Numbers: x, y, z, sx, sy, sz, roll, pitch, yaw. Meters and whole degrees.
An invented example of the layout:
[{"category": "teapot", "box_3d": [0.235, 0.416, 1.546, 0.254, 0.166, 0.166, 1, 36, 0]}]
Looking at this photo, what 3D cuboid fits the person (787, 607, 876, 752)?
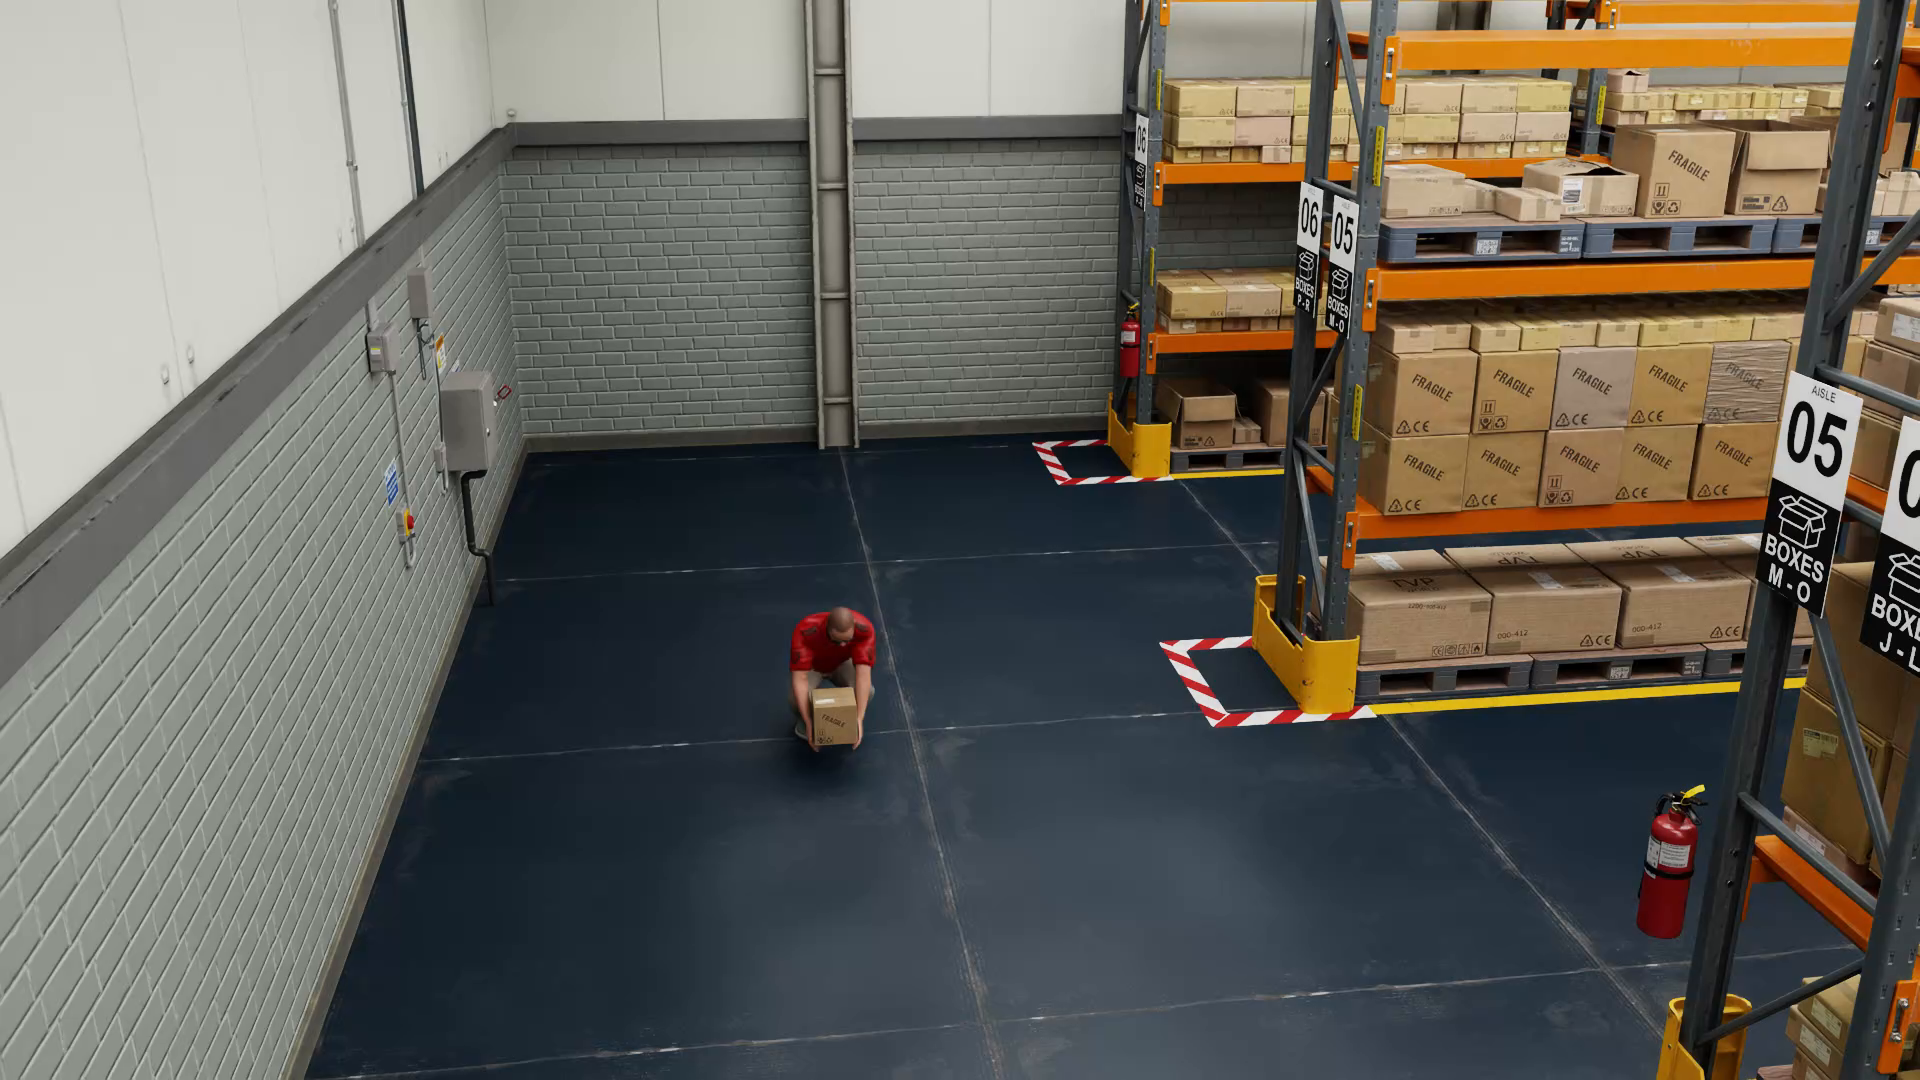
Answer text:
[{"category": "person", "box_3d": [-0.785, 0.783, 10.086, 0.542, 0.959, 0.893, -3, 20, -8]}]
